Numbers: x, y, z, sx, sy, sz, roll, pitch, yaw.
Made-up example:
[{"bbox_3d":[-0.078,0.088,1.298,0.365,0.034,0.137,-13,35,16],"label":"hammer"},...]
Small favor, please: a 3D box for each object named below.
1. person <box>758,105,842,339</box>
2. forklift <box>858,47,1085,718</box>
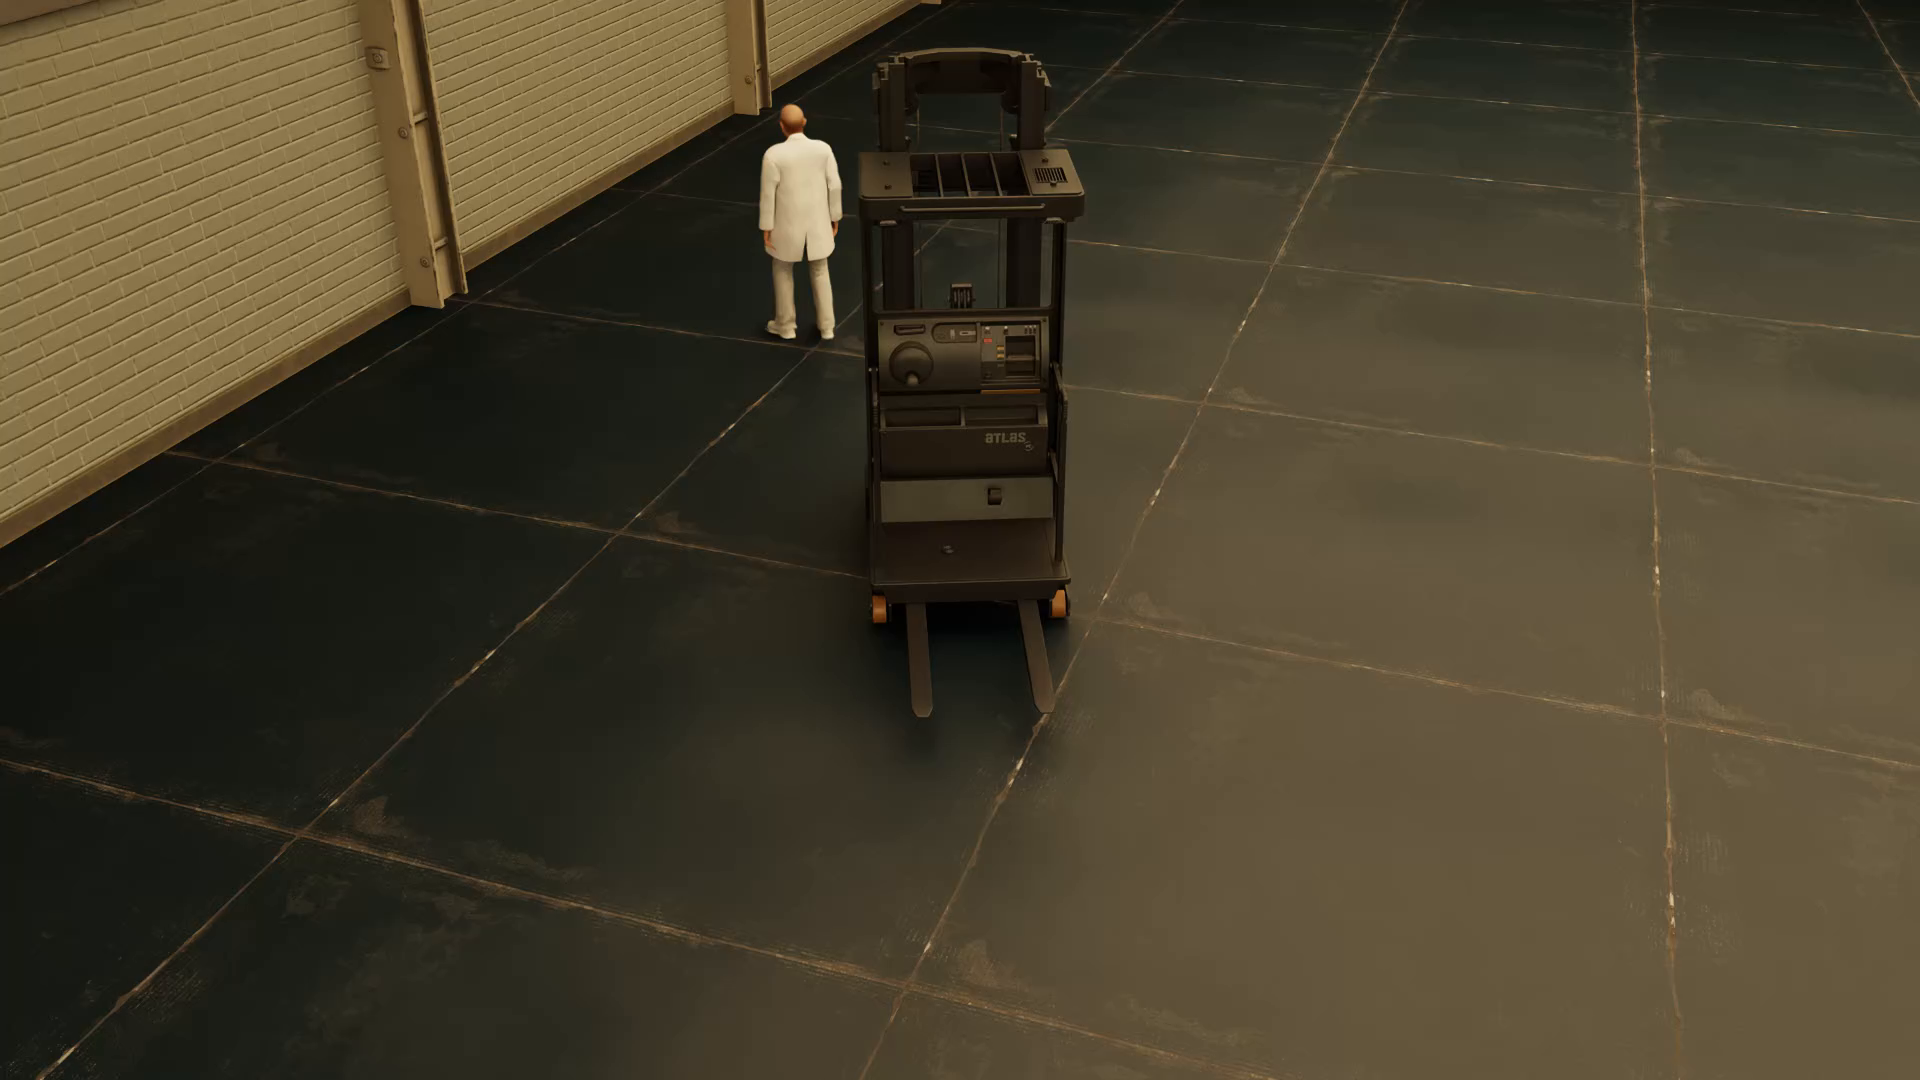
[{"bbox_3d":[-1.205,-2.379,12.492,0.653,1.781,0.465,-10,31,-17],"label":"person"},{"bbox_3d":[0.035,-0.972,8.842,1.130,2.935,3.031,-2,30,-3],"label":"forklift"}]
